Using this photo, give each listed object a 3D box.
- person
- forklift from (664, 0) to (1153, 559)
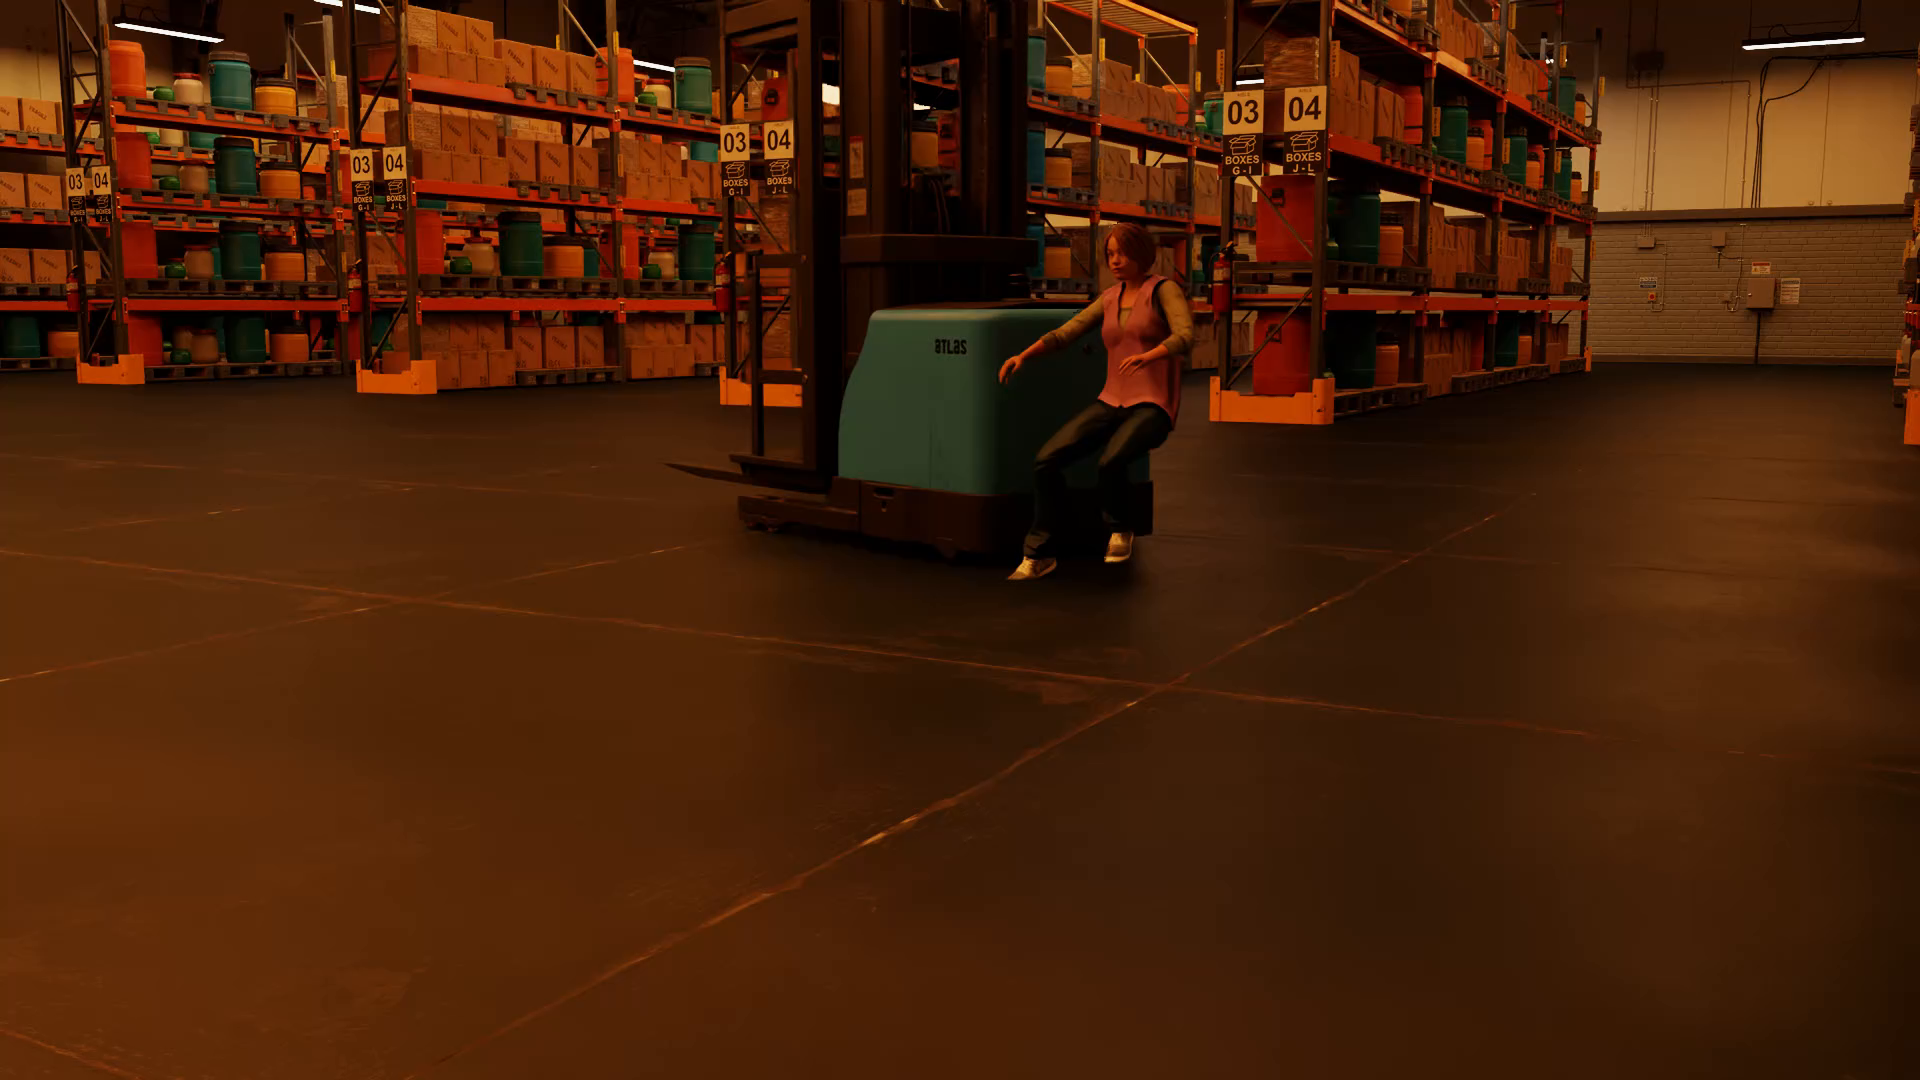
[{"bbox_3d":[0.588,-0.518,6.599,0.695,1.454,0.582,6,10,37],"label":"person"},{"bbox_3d":[-0.445,-1.528,8.162,1.130,2.935,3.031,-6,10,-38],"label":"forklift"}]
